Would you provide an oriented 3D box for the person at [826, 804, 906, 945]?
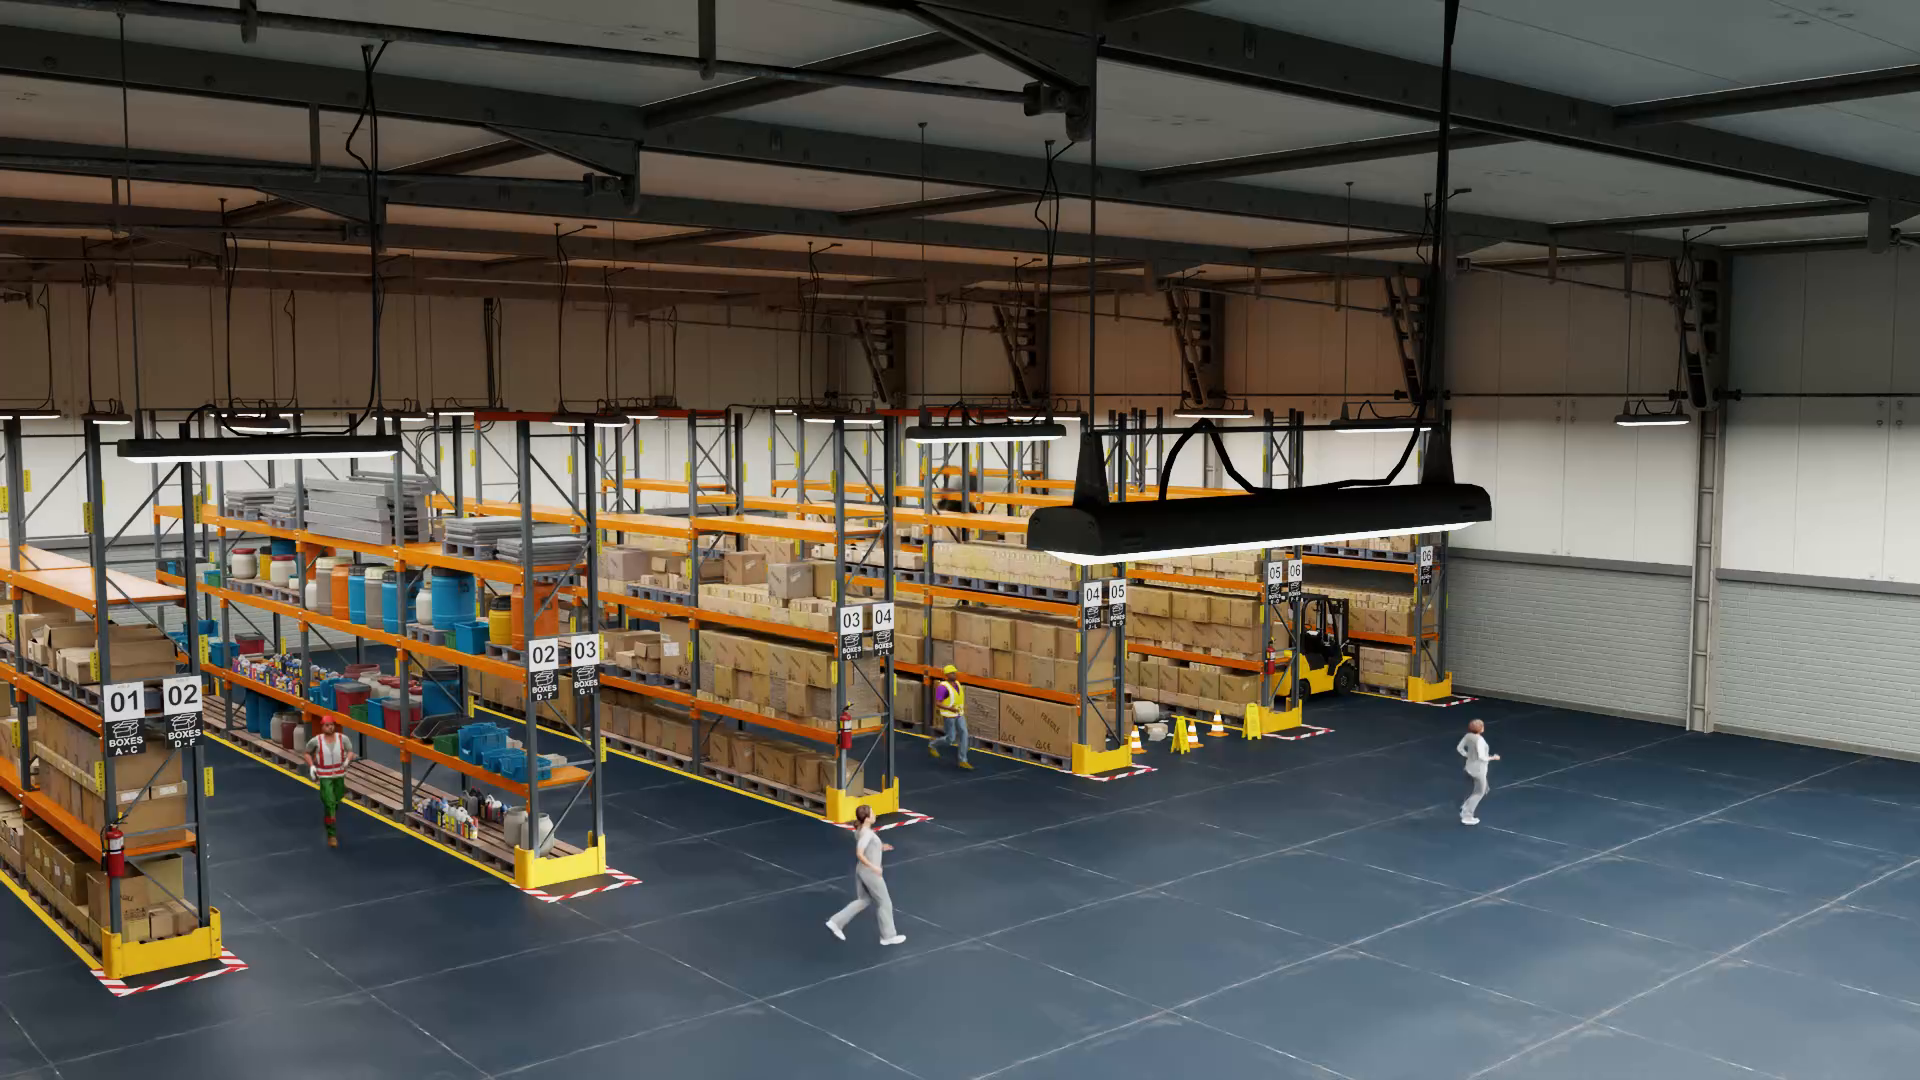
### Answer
[{"bbox_3d":[-1.066,3.825,18.979,0.929,1.645,0.574,-2,5,-21],"label":"person"}]

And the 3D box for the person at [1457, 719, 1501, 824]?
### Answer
[{"bbox_3d":[7.639,3.405,24.454,0.555,1.534,0.522,-1,5,-9],"label":"person"}]

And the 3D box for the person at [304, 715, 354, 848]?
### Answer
[{"bbox_3d":[-8.902,3.361,23.530,0.640,1.814,0.852,-4,6,-36],"label":"person"}]

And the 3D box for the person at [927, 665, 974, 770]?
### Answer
[{"bbox_3d":[-0.136,2.990,28.261,0.932,1.754,0.712,4,7,41],"label":"person"}]
